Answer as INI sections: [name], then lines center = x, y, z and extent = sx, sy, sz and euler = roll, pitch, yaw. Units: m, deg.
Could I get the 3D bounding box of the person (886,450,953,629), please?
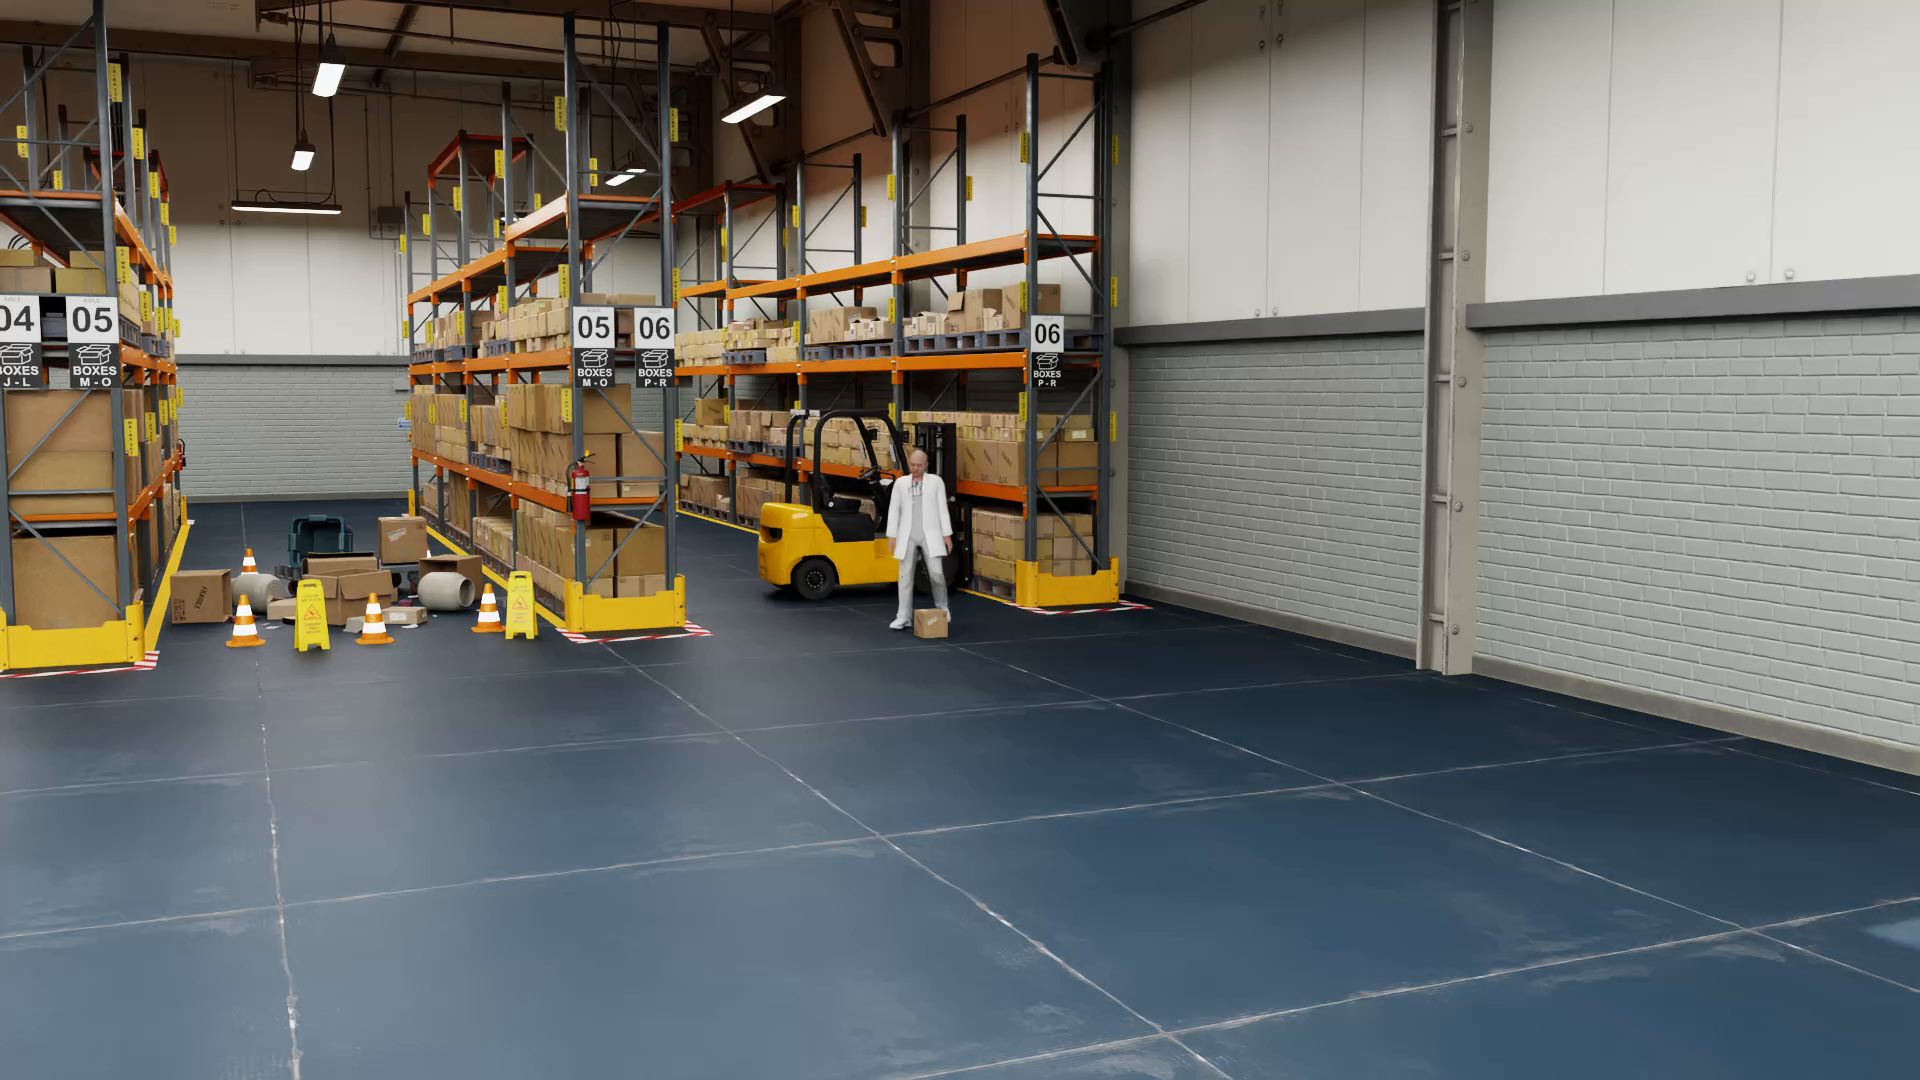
[person]
center = -0.413, -0.015, 16.645
extent = 0.677, 1.775, 0.632
euler = 1, 5, 7
